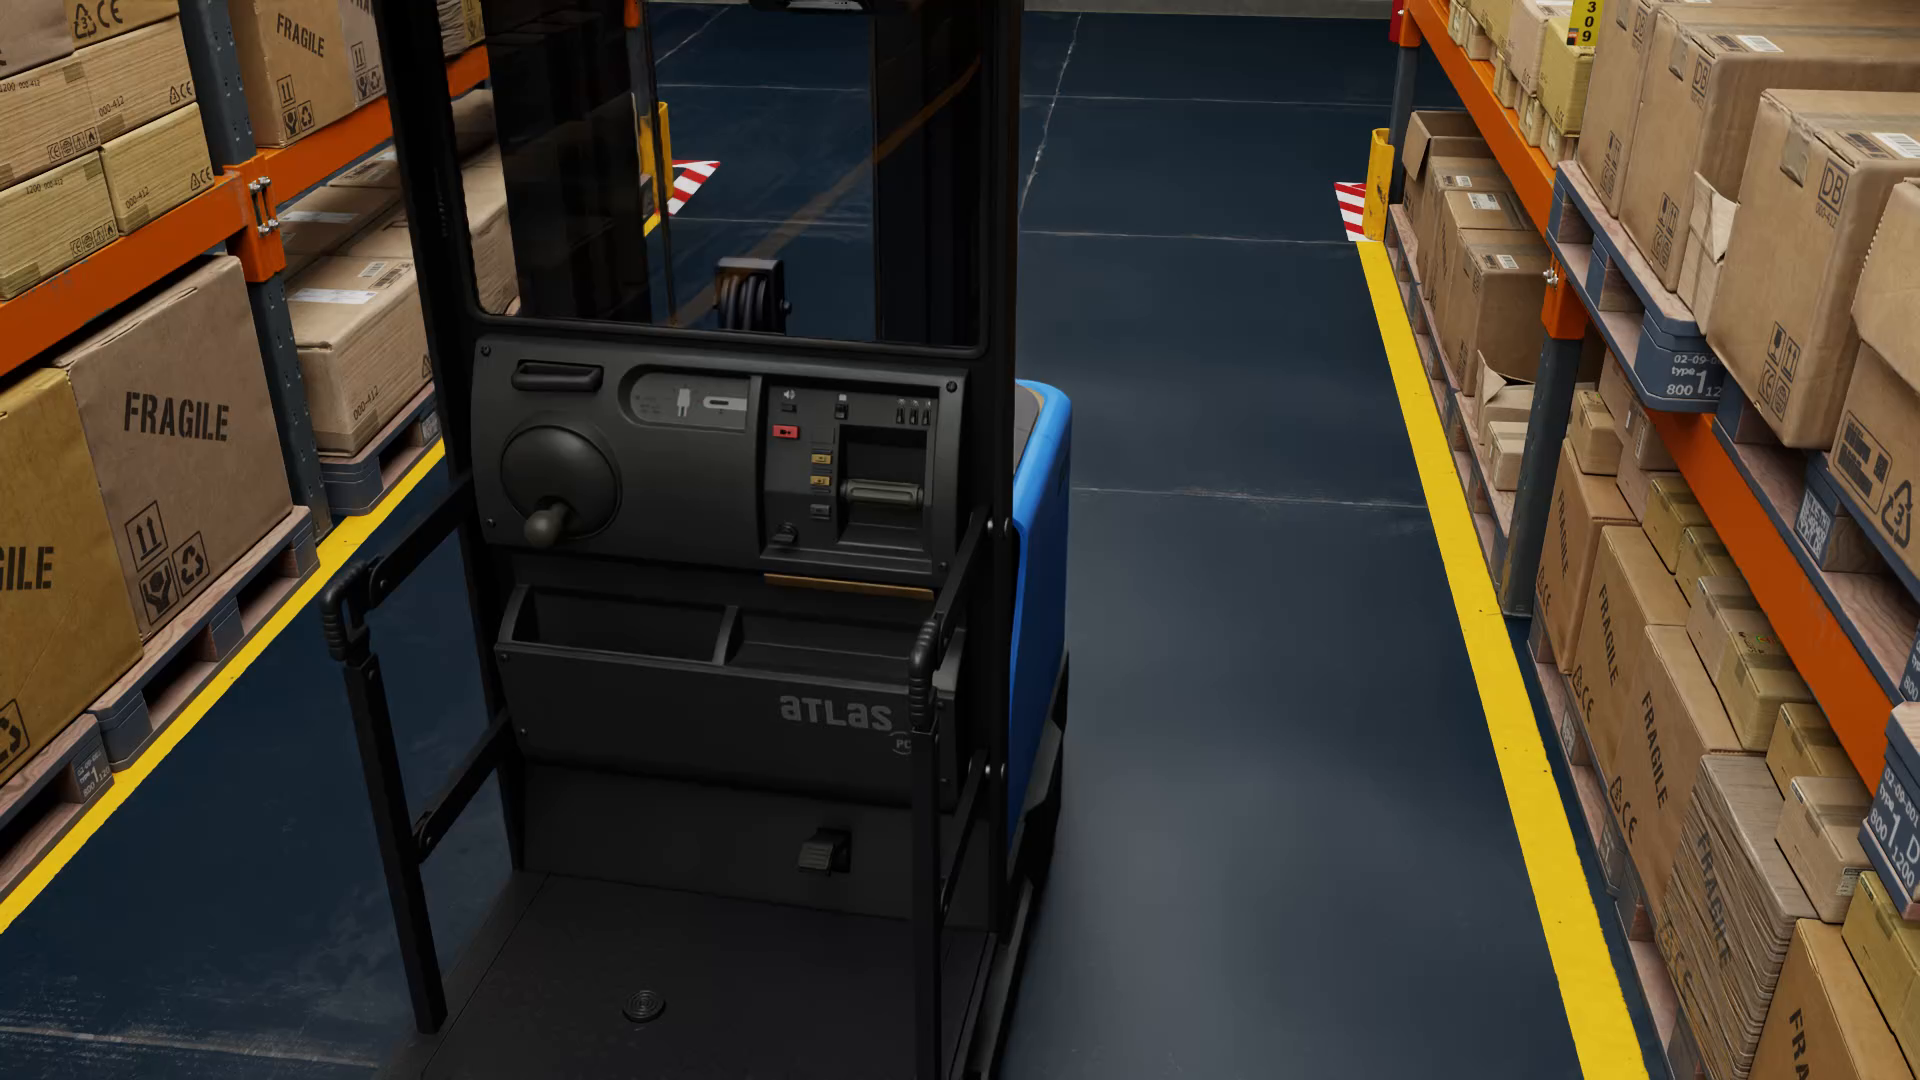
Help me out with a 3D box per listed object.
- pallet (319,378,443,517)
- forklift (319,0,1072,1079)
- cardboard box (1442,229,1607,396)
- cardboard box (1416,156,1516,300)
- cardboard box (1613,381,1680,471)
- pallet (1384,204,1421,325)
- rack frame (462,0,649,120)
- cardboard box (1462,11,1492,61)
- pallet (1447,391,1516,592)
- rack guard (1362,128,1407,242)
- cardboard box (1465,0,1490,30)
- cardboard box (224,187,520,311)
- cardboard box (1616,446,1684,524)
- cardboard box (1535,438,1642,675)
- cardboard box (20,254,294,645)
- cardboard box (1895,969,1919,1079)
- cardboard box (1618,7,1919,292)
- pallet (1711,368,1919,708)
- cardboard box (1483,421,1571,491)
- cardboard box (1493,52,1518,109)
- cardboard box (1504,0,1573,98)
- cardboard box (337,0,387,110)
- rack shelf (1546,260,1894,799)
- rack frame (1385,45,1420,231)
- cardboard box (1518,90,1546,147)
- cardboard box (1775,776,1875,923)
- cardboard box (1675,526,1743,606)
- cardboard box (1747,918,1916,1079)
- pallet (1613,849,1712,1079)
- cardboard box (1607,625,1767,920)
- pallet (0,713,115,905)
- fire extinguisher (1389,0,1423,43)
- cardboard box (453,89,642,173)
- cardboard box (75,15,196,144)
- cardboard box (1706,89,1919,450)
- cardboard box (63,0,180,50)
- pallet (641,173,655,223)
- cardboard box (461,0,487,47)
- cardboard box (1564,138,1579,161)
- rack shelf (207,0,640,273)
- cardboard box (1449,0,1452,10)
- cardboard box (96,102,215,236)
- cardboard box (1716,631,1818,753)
[{"bbox_3d":[-2.525,-0.485,6.427,1.003,0.211,1.213,3,28,6],"label":"pallet"},{"bbox_3d":[-0.491,-0.108,2.860,1.130,2.935,3.031,5,29,10],"label":"forklift"},{"bbox_3d":[2.282,-0.868,6.392,0.700,0.500,0.500,2,28,4],"label":"cardboard box"},{"bbox_3d":[2.409,-1.357,7.299,0.700,0.500,0.500,4,29,8],"label":"cardboard box"},{"bbox_3d":[1.939,-0.295,4.330,0.380,0.149,0.250,2,28,4],"label":"cardboard box"},{"bbox_3d":[2.615,-1.316,7.971,1.003,0.211,1.213,3,28,6],"label":"pallet"},{"bbox_3d":[-2.205,-3.242,8.605,1.000,3.000,0.127,3,28,6],"label":"rack frame"},{"bbox_3d":[2.190,-1.977,6.522,0.380,0.149,0.250,4,29,7],"label":"cardboard box"},{"bbox_3d":[2.316,-0.168,5.839,1.003,0.211,1.213,3,28,6],"label":"pallet"},{"bbox_3d":[2.712,-1.819,8.599,1.175,0.500,0.348,3,28,6],"label":"rack guard"},{"bbox_3d":[2.236,-2.104,6.338,0.500,0.250,0.500,3,28,5],"label":"cardboard box"},{"bbox_3d":[-2.403,-1.127,6.937,0.875,0.438,0.875,3,28,5],"label":"cardboard box"},{"bbox_3d":[1.966,-0.154,4.382,0.380,0.149,0.250,3,28,5],"label":"cardboard box"},{"bbox_3d":[1.949,0.058,4.673,0.500,0.500,0.500,5,29,8],"label":"cardboard box"},{"bbox_3d":[-2.692,-0.312,4.964,0.875,0.875,0.875,4,29,8],"label":"cardboard box"},{"bbox_3d":[1.706,0.820,2.574,0.380,0.149,0.250,4,29,8],"label":"cardboard box"},{"bbox_3d":[1.887,-0.843,3.603,0.700,0.500,0.500,4,29,7],"label":"cardboard box"},{"bbox_3d":[1.975,-0.021,2.828,1.003,0.211,1.213,3,28,6],"label":"pallet"},{"bbox_3d":[2.008,-0.281,5.673,0.380,0.149,0.250,3,28,5],"label":"cardboard box"},{"bbox_3d":[2.100,-1.618,5.855,0.380,0.149,0.250,3,28,5],"label":"cardboard box"},{"bbox_3d":[2.098,-1.628,5.453,0.500,0.250,0.500,3,29,6],"label":"cardboard box"},{"bbox_3d":[-2.312,-1.845,5.907,0.500,0.500,0.500,4,29,7],"label":"cardboard box"},{"bbox_3d":[1.986,0.186,3.001,1.077,0.370,4.000,3,28,6],"label":"rack shelf"},{"bbox_3d":[2.721,-2.955,8.073,1.000,3.000,0.127,3,28,6],"label":"rack frame"},{"bbox_3d":[2.038,-1.374,5.403,0.380,0.149,0.250,4,29,8],"label":"cardboard box"},{"bbox_3d":[1.741,0.571,3.037,0.380,0.149,0.250,2,28,4],"label":"cardboard box"},{"bbox_3d":[1.926,0.097,3.916,0.380,0.149,0.250,3,28,5],"label":"cardboard box"},{"bbox_3d":[1.713,1.033,2.863,0.500,0.500,0.500,5,29,8],"label":"cardboard box"},{"bbox_3d":[2.022,1.116,3.456,1.003,0.211,1.213,3,28,6],"label":"pallet"},{"bbox_3d":[1.828,0.544,3.771,0.500,0.500,0.500,3,28,5],"label":"cardboard box"},{"bbox_3d":[-2.862,0.812,4.020,1.003,0.211,1.213,3,28,6],"label":"pallet"},{"bbox_3d":[2.281,-2.853,8.358,0.296,0.674,0.183,3,28,6],"label":"fire extinguisher"},{"bbox_3d":[-2.187,-1.982,8.526,0.875,0.438,0.875,2,28,4],"label":"cardboard box"},{"bbox_3d":[-2.508,-1.291,4.616,0.500,0.250,0.500,3,28,6],"label":"cardboard box"},{"bbox_3d":[1.790,-0.473,2.918,0.700,0.500,0.500,3,28,6],"label":"cardboard box"},{"bbox_3d":[-2.501,-1.618,4.432,0.500,0.500,0.500,4,29,8],"label":"cardboard box"},{"bbox_3d":[-2.226,-1.633,8.559,1.003,0.211,1.213,3,28,6],"label":"pallet"},{"bbox_3d":[-2.182,-2.322,6.791,0.500,0.500,0.500,4,29,8],"label":"cardboard box"},{"bbox_3d":[2.020,-1.127,4.943,0.380,0.149,0.250,4,29,7],"label":"cardboard box"},{"bbox_3d":[-2.450,-1.984,7.028,1.077,0.370,4.000,3,28,6],"label":"rack shelf"},{"bbox_3d":[2.334,-2.342,7.200,0.380,0.149,0.250,4,29,8],"label":"cardboard box"},{"bbox_3d":[-2.500,-1.067,4.726,0.500,0.250,0.500,3,28,5],"label":"cardboard box"},{"bbox_3d":[1.825,0.329,3.485,0.380,0.149,0.250,4,29,8],"label":"cardboard box"}]
